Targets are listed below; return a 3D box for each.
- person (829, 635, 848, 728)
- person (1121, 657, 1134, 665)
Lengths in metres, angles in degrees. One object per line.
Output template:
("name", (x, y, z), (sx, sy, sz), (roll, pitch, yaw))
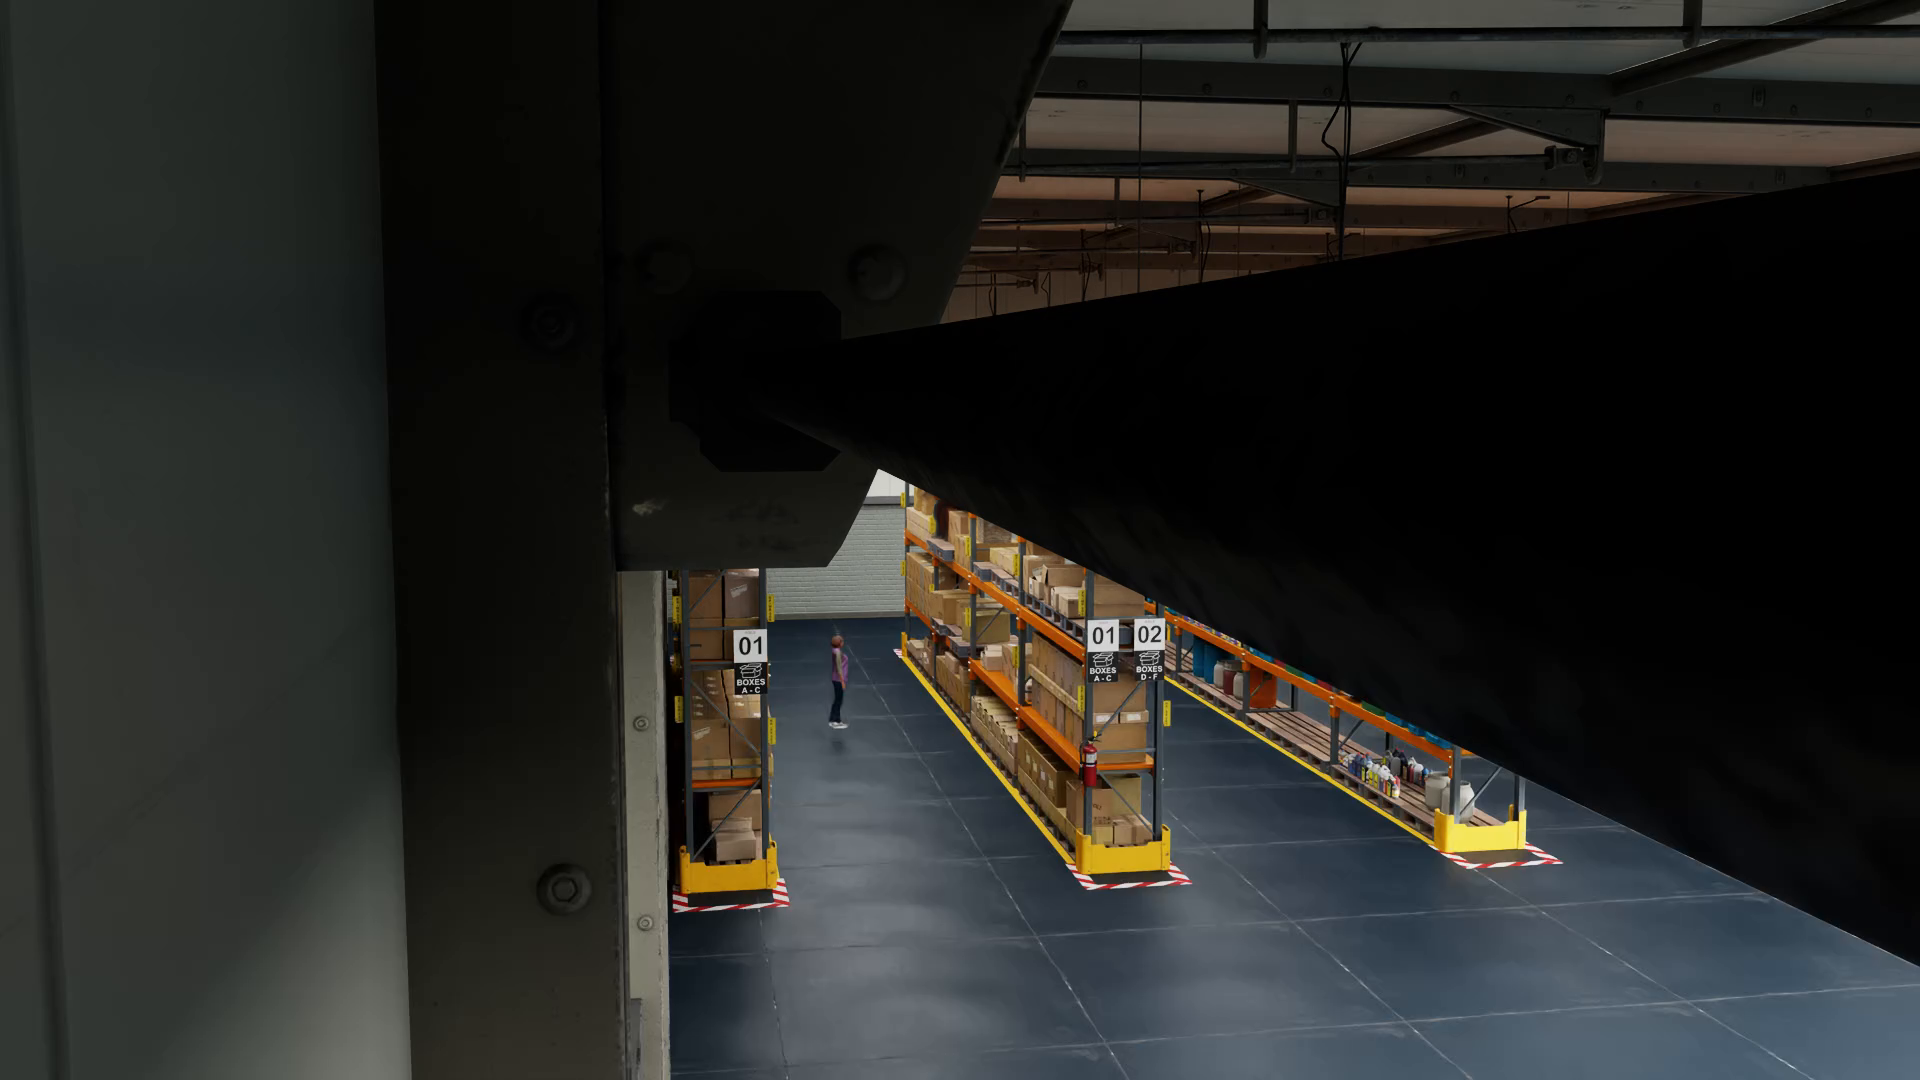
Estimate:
("person", (-2.087, 2.427, 28.518), (0.328, 1.618, 0.523), (-1, 6, -8))
("person", (2.912, 2.368, 28.946), (0.570, 1.841, 0.708), (3, 7, 29))
